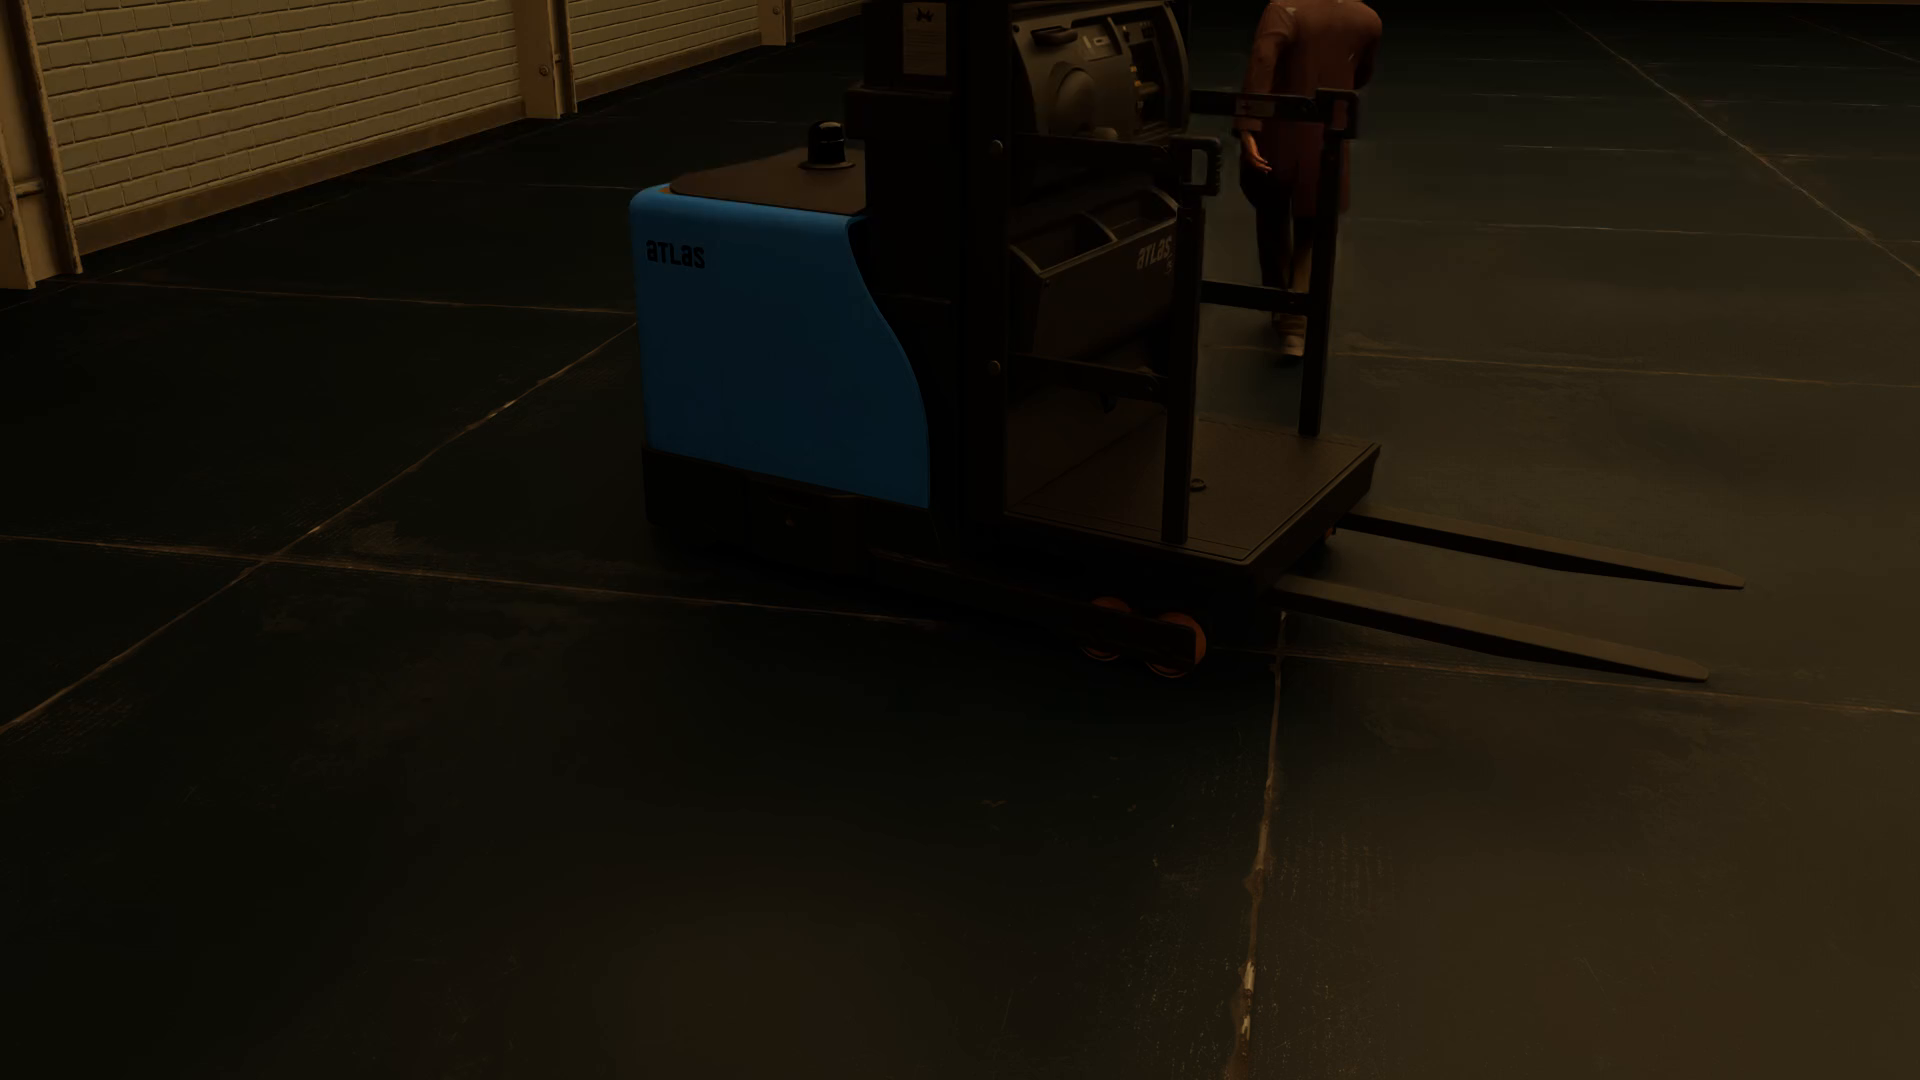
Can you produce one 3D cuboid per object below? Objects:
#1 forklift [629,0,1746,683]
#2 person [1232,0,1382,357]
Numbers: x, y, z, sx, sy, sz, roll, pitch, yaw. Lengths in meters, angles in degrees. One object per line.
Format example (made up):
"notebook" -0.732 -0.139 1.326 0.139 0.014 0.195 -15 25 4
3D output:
"forklift" 0.563 -1.231 4.286 3.031 2.935 1.130 13 25 28
"person" 1.412 -1.637 6.957 0.613 1.727 1.009 2 22 5
